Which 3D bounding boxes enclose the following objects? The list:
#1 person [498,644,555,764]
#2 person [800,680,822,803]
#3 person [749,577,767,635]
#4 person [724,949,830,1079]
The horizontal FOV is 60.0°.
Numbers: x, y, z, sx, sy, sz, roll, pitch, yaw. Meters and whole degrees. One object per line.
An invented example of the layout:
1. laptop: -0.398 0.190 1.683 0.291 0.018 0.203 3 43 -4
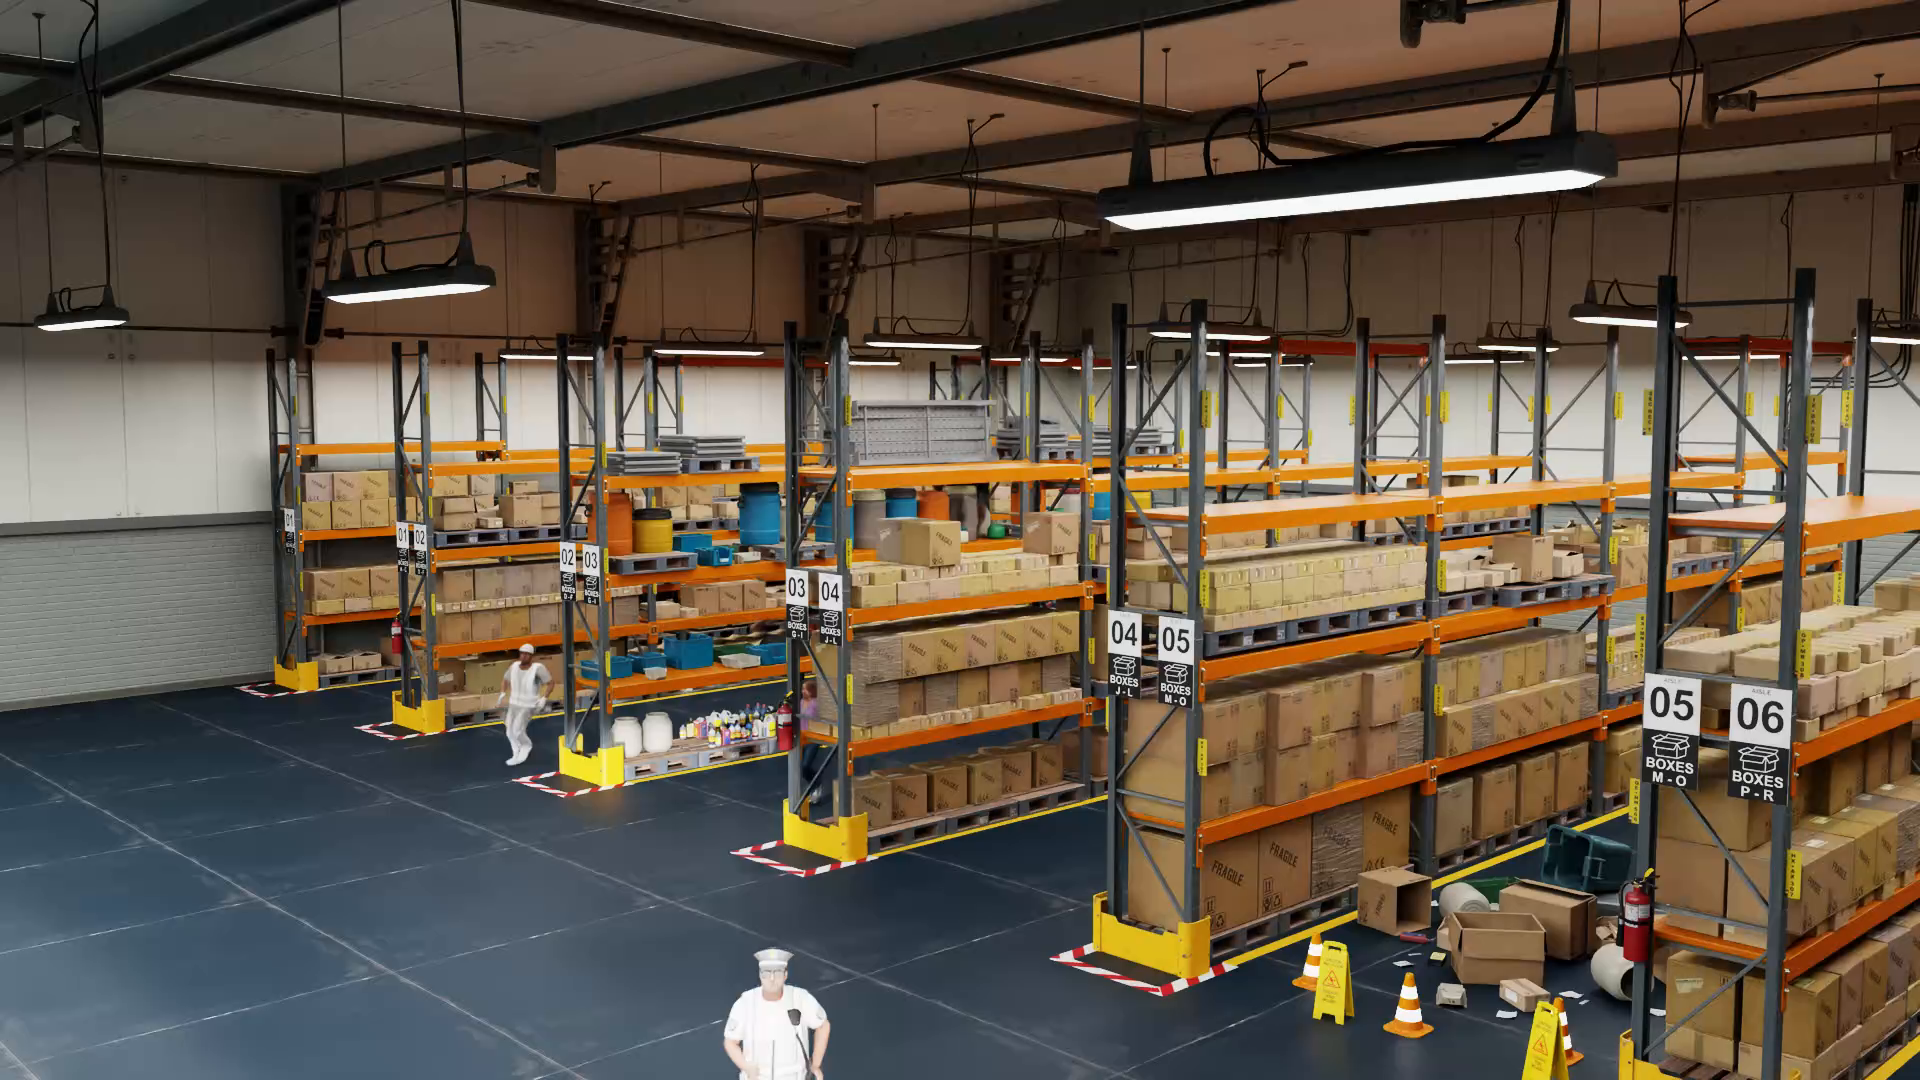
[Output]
1. person: -6.090 2.300 23.146 0.742 1.723 0.542 2 5 20
2. person: -1.929 2.555 20.979 0.519 1.564 0.580 3 6 29
3. person: -3.924 1.526 32.583 0.716 1.622 0.596 -4 6 -39
4. person: -1.149 3.403 10.379 0.658 1.743 0.591 0 5 -2
